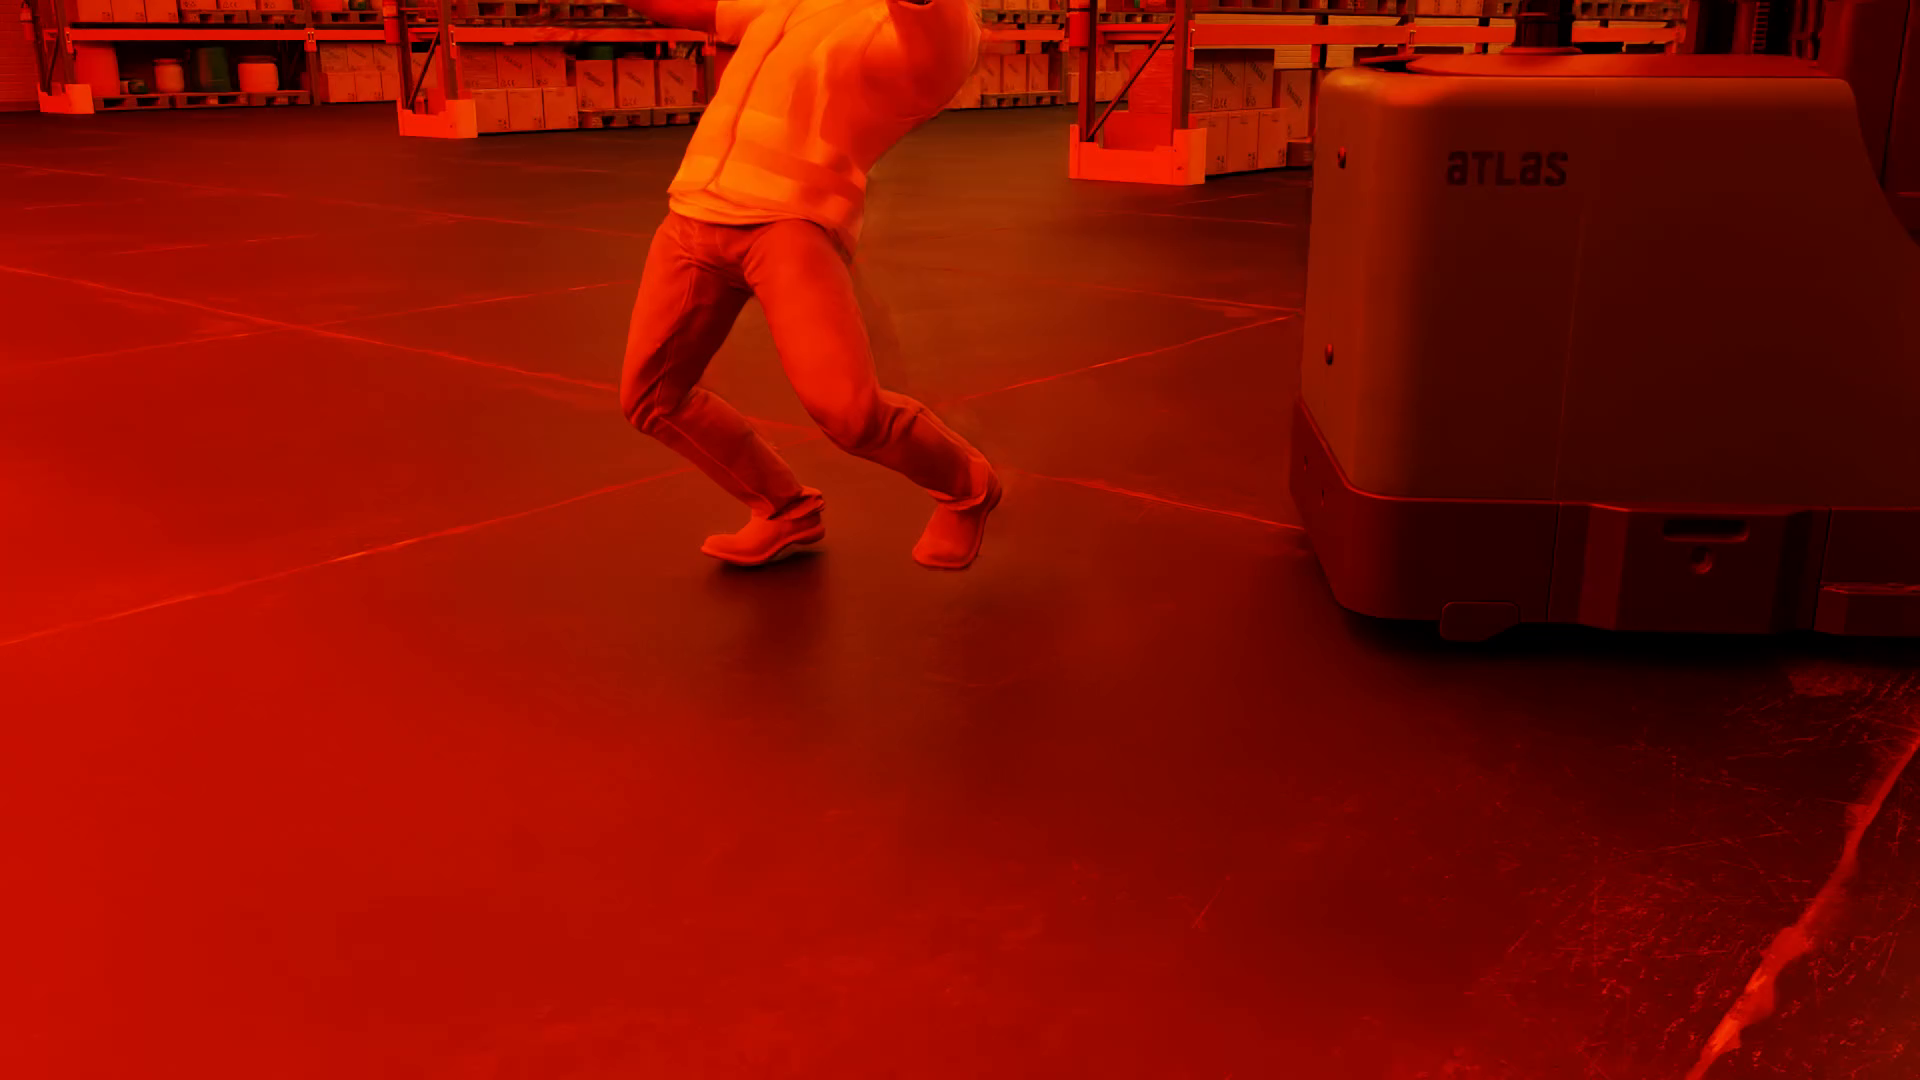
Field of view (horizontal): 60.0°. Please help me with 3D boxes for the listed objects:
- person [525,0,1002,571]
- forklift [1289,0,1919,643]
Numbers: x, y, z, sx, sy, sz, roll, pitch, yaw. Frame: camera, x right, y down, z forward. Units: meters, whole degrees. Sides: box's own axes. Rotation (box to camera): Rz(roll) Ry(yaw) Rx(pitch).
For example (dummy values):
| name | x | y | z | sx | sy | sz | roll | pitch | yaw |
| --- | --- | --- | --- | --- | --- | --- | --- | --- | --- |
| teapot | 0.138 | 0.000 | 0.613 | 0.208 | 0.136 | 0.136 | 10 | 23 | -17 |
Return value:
| name | x | y | z | sx | sy | sz | roll | pitch | yaw |
| --- | --- | --- | --- | --- | --- | --- | --- | --- | --- |
| person | -0.430 | -0.733 | 3.571 | 1.109 | 1.596 | 0.709 | 12 | 21 | 35 |
| forklift | 2.290 | -1.300 | 3.178 | 3.031 | 2.935 | 1.130 | 1 | 17 | 4 |
